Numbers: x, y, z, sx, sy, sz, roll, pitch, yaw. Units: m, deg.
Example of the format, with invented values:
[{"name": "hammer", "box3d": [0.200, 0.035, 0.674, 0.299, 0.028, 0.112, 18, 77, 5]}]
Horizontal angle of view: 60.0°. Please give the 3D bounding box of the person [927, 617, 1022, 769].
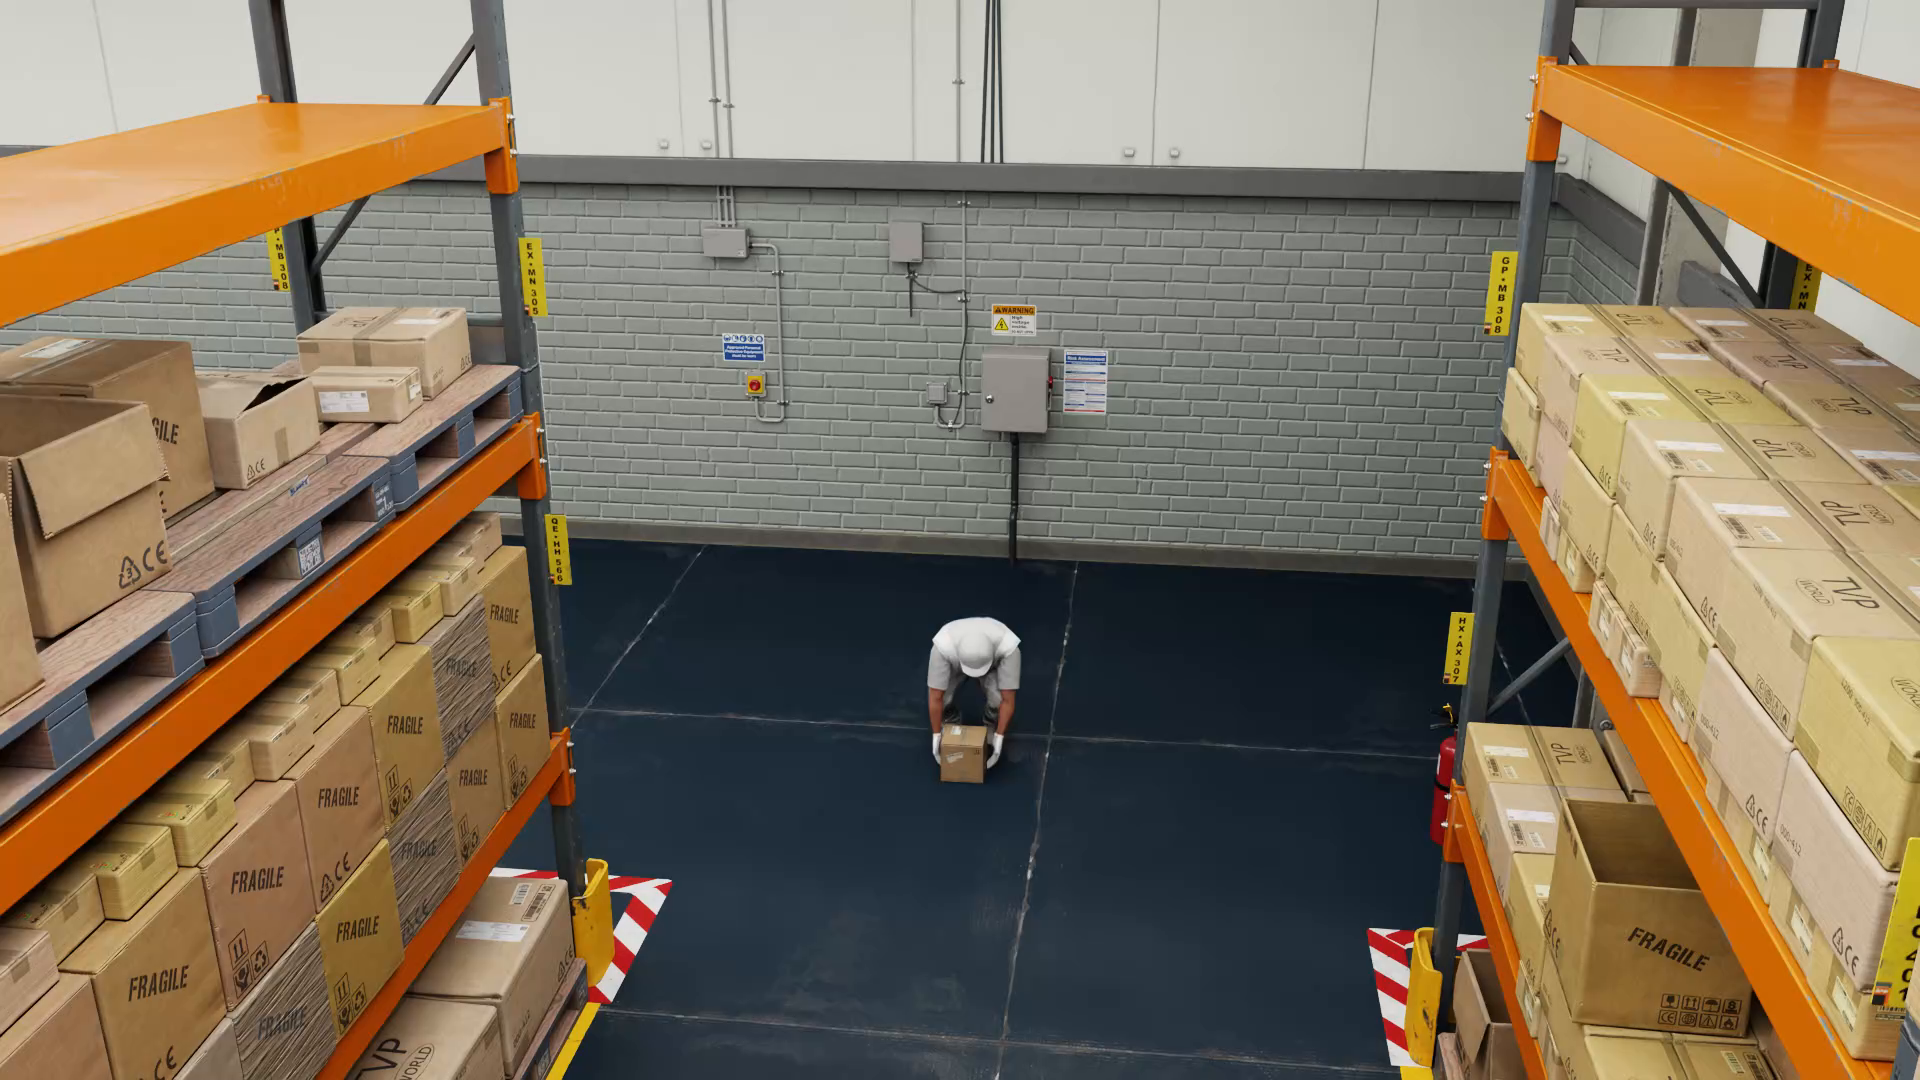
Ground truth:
[{"name": "person", "box3d": [0.090, 0.836, 10.085, 0.576, 0.921, 0.911, 2, 21, 6]}]
